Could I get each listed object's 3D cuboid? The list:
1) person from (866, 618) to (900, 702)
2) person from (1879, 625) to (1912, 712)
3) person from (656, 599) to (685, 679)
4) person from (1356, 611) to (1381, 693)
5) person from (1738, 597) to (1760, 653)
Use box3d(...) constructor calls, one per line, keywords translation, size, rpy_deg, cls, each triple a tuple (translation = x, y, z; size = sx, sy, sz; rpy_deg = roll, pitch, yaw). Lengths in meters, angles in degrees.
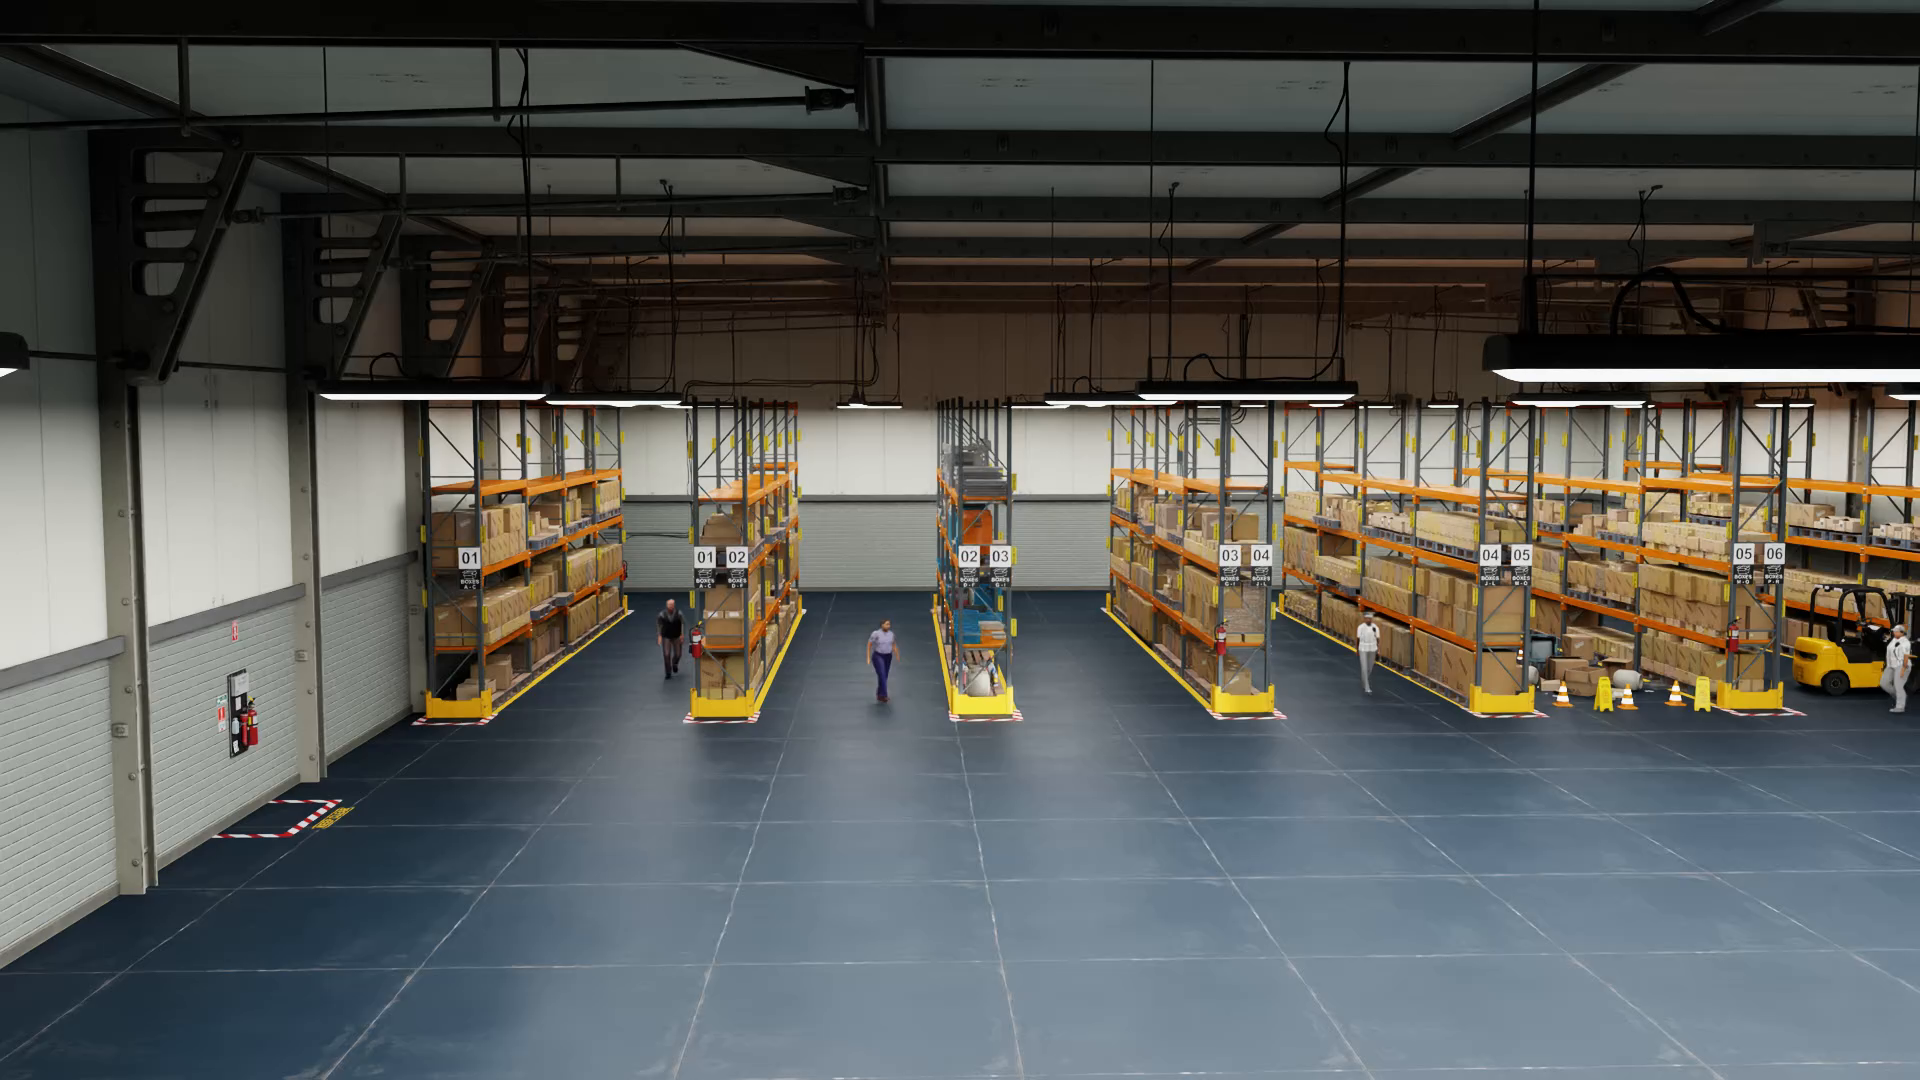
box3d(translation=(-1.521, 2.390, 32.807), size=(0.636, 1.694, 0.726), rpy_deg=(-3, 5, -32), cls="person")
box3d(translation=(17.852, 2.434, 31.609), size=(0.478, 1.656, 0.489), rpy_deg=(-1, 5, -13), cls="person")
box3d(translation=(-6.240, 2.112, 35.882), size=(0.624, 1.702, 0.638), rpy_deg=(-1, 5, -13), cls="person")
box3d(translation=(8.349, 2.267, 33.887), size=(0.456, 1.637, 0.945), rpy_deg=(0, 4, -1), cls="person")
box3d(translation=(17.195, 2.088, 36.109), size=(0.539, 1.825, 0.599), rpy_deg=(-1, 4, -7), cls="person")
